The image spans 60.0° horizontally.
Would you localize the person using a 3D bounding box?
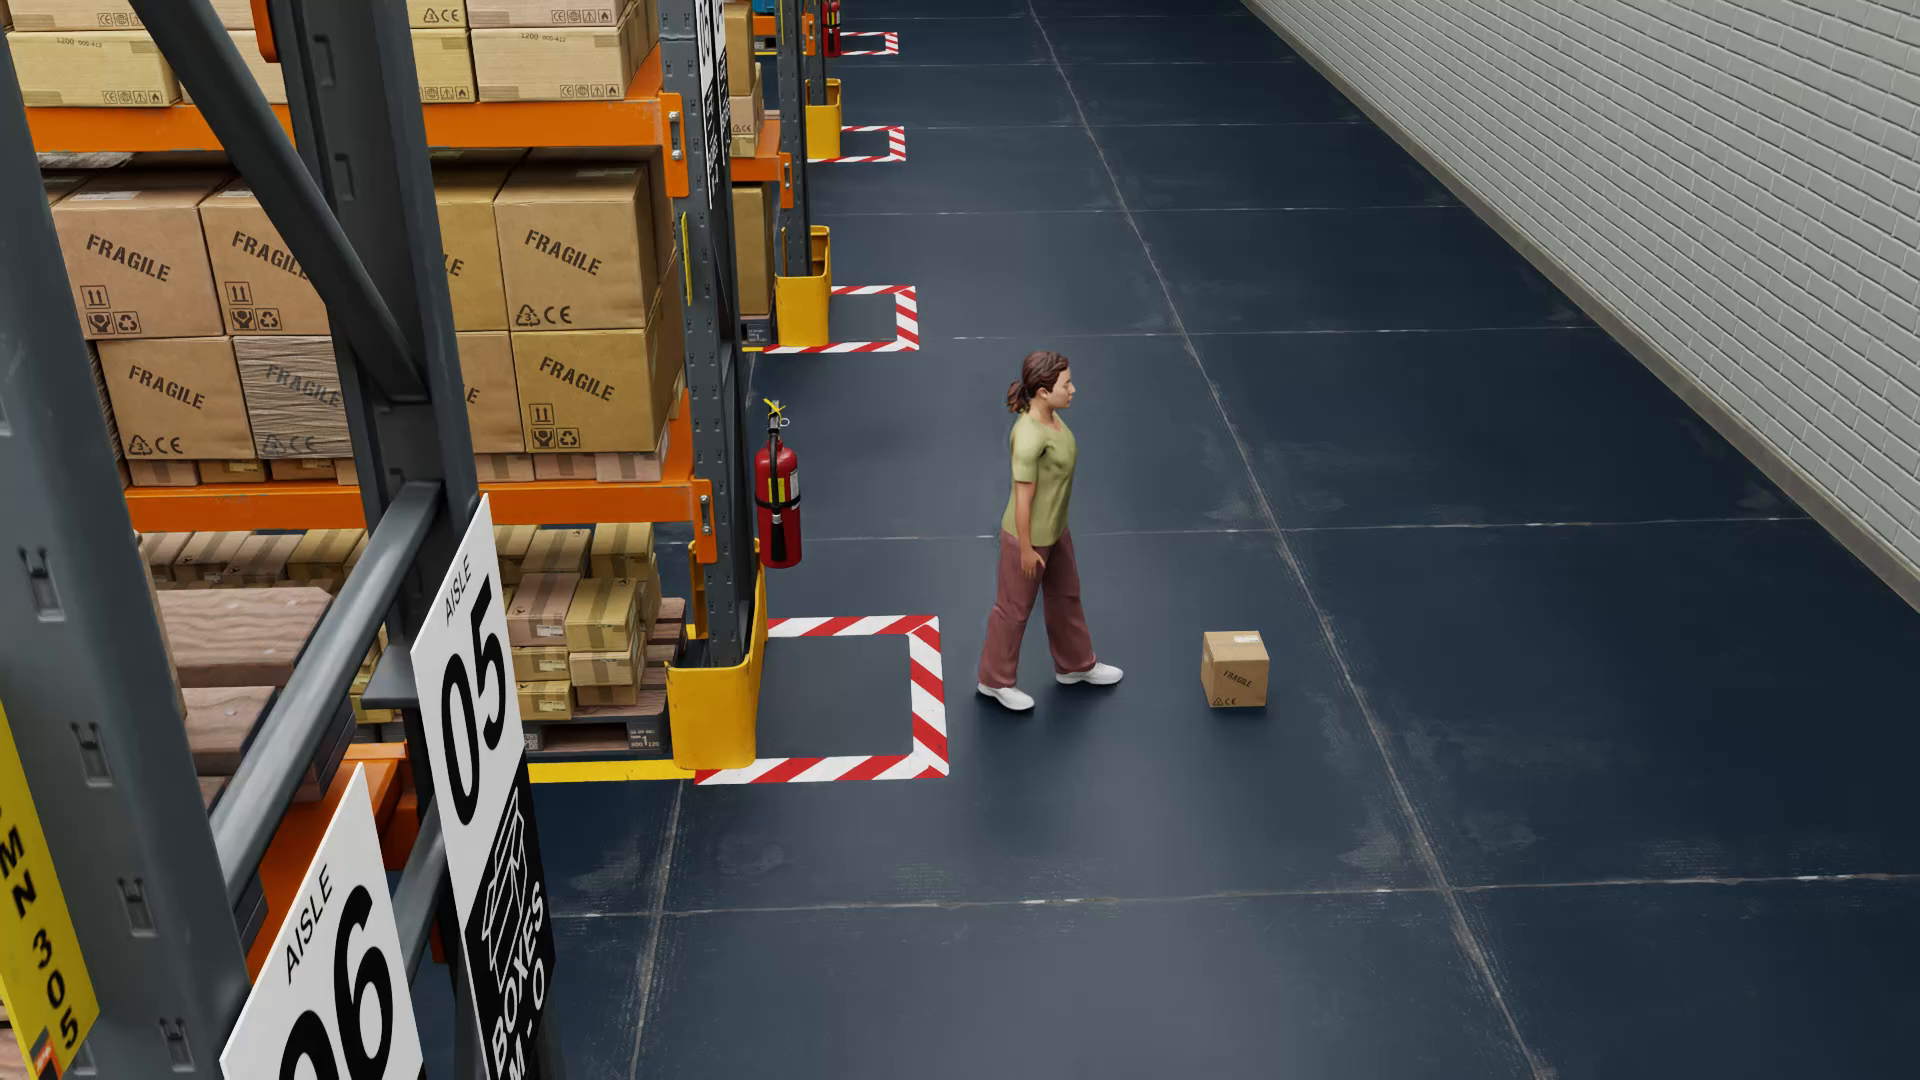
[{"bbox_3d":[0.392,-0.035,7.174,0.620,1.662,0.484,8,29,15],"label":"person"}]
